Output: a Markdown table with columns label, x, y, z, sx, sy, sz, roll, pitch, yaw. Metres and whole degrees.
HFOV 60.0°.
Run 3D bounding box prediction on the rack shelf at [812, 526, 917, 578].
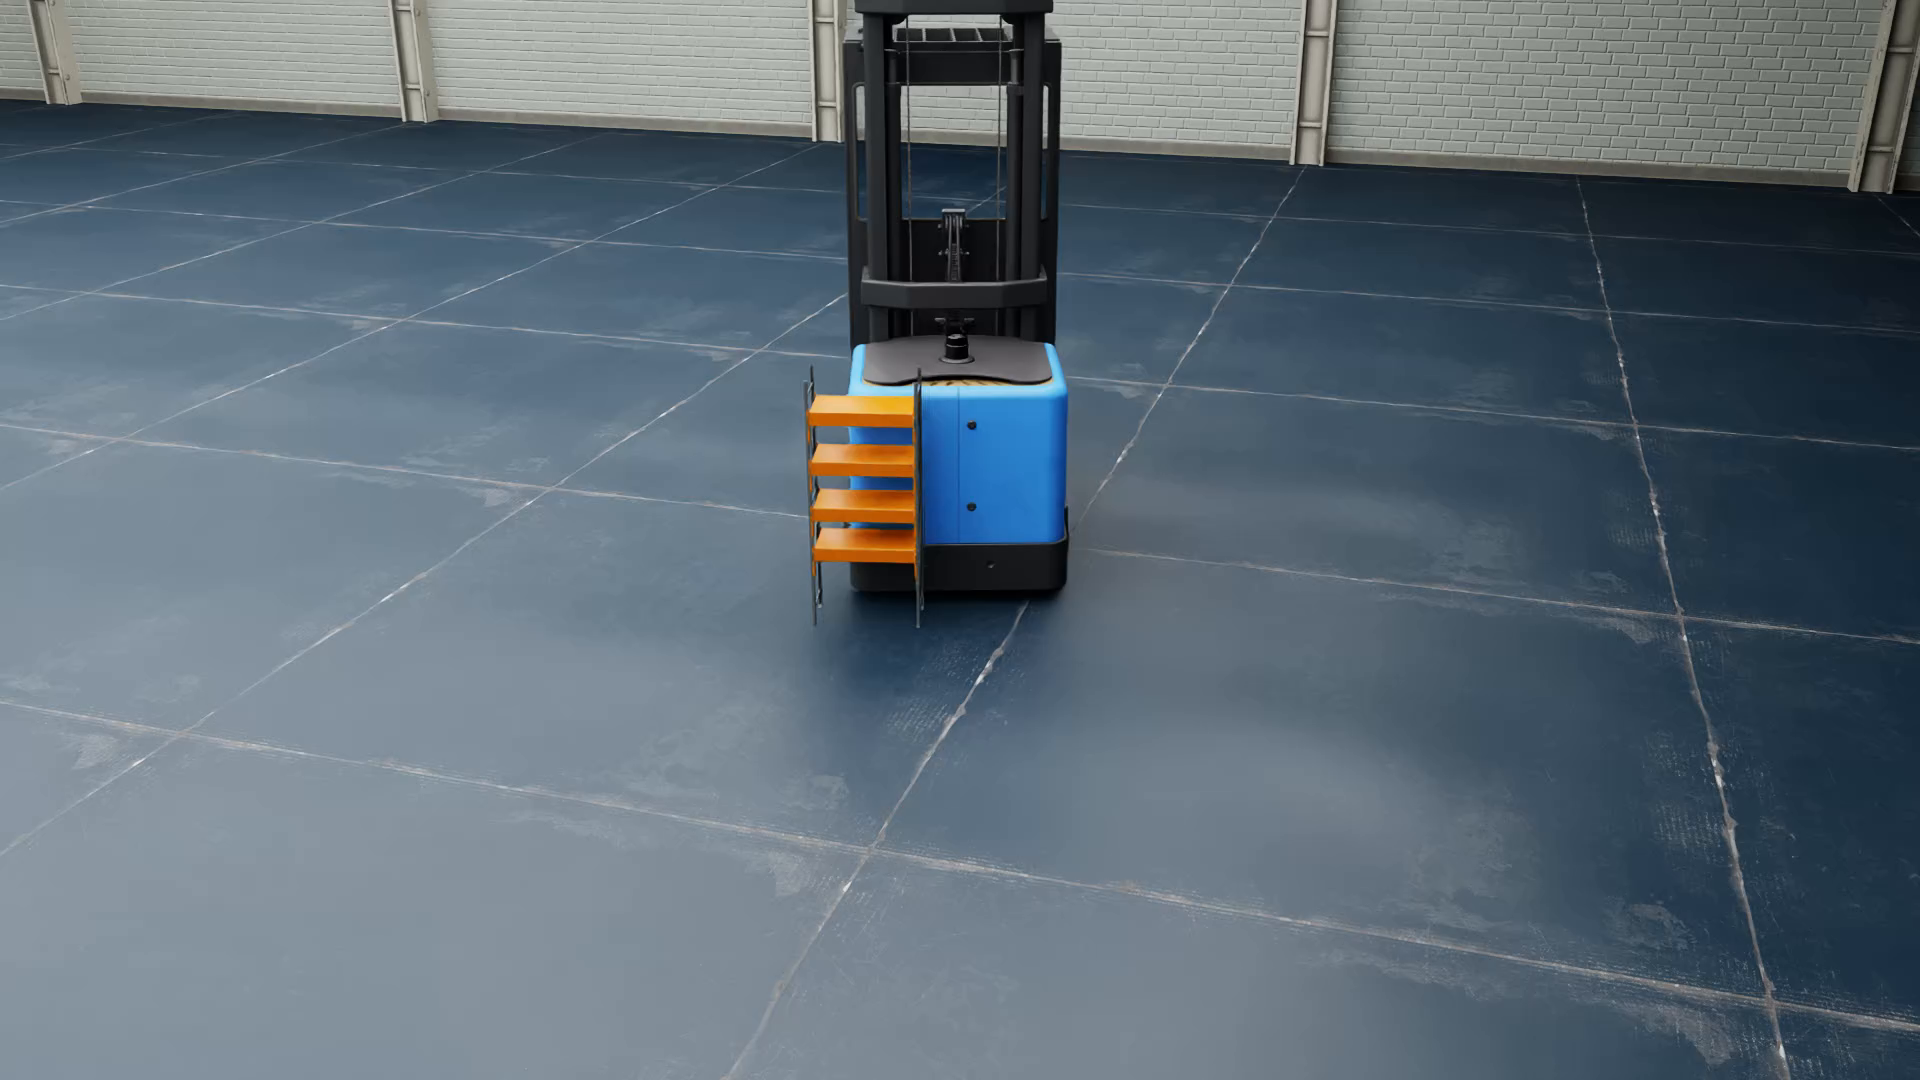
| label | x | y | z | sx | sy | sz | roll | pitch | yaw |
| --- | --- | --- | --- | --- | --- | --- | --- | --- | --- |
| rack shelf | -0.431 | 0.055 | 7.749 | 0.480 | 0.148 | 0.258 | 1 | 23 | 3 |

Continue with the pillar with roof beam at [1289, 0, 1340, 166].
| label | x | y | z | sx | sy | sz | roll | pitch | yaw |
| --- | --- | --- | --- | --- | --- | --- | --- | --- | --- |
| pillar with roof beam | 2.856 | -7.042 | 14.079 | 0.400 | 9.000 | 9.100 | 7 | 23 | 16 |

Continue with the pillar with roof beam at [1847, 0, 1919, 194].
| label | x | y | z | sx | sy | sz | roll | pitch | yaw |
| --- | --- | --- | --- | --- | --- | --- | --- | --- | --- |
| pillar with roof beam | 8.601 | -6.384 | 12.475 | 0.400 | 9.000 | 9.100 | 7 | 23 | 16 |

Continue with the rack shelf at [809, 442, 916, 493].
| label | x | y | z | sx | sy | sz | roll | pitch | yaw |
| --- | --- | --- | --- | --- | --- | --- | --- | --- | --- |
| rack shelf | -0.432 | -0.333 | 7.581 | 0.480 | 0.148 | 0.258 | 1 | 23 | 3 |

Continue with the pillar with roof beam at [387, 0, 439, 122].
| label | x | y | z | sx | sy | sz | roll | pitch | yaw |
| --- | --- | --- | --- | --- | --- | --- | --- | --- | --- |
| pillar with roof beam | -8.632 | -8.357 | 17.286 | 0.400 | 9.000 | 9.100 | 7 | 23 | 16 |

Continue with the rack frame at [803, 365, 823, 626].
| label | x | y | z | sx | sy | sz | roll | pitch | yaw |
| --- | --- | --- | --- | --- | --- | --- | --- | --- | --- |
| rack frame | -0.675 | -0.194 | 7.655 | 0.015 | 1.200 | 0.240 | 1 | 23 | 3 |

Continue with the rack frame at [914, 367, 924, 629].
| label | x | y | z | sx | sy | sz | roll | pitch | yaw |
| --- | --- | --- | --- | --- | --- | --- | --- | --- | --- |
| rack frame | -0.188 | -0.184 | 7.632 | 0.015 | 1.200 | 0.240 | 1 | 23 | 3 |

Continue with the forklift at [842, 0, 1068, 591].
| label | x | y | z | sx | sy | sz | roll | pitch | yaw |
| --- | --- | --- | --- | --- | --- | --- | --- | --- | --- |
| forklift | -0.047 | -1.621 | 8.859 | 1.130 | 2.935 | 3.031 | -1 | 22 | -1 |

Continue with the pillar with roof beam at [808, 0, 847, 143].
| label | x | y | z | sx | sy | sz | roll | pitch | yaw |
| --- | --- | --- | --- | --- | --- | --- | --- | --- | --- |
| pillar with roof beam | -2.888 | -7.699 | 15.682 | 0.400 | 9.000 | 9.100 | 7 | 23 | 16 |

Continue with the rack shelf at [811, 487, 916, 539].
| label | x | y | z | sx | sy | sz | roll | pitch | yaw |
| --- | --- | --- | --- | --- | --- | --- | --- | --- | --- |
| rack shelf | -0.432 | -0.127 | 7.670 | 0.480 | 0.148 | 0.258 | 1 | 23 | 3 |

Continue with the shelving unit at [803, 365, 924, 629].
| label | x | y | z | sx | sy | sz | roll | pitch | yaw |
| --- | --- | --- | --- | --- | --- | --- | --- | --- | --- |
| shelving unit | -0.432 | -0.189 | 7.643 | 0.503 | 1.200 | 0.258 | 1 | 23 | 3 |

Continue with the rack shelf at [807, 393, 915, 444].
| label | x | y | z | sx | sy | sz | roll | pitch | yaw |
| --- | --- | --- | --- | --- | --- | --- | --- | --- | --- |
| rack shelf | -0.432 | -0.550 | 7.487 | 0.480 | 0.148 | 0.258 | 1 | 23 | 3 |

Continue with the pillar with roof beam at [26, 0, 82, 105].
| label | x | y | z | sx | sy | sz | roll | pitch | yaw |
| --- | --- | --- | --- | --- | --- | --- | --- | --- | --- |
| pillar with roof beam | -14.376 | -9.015 | 18.889 | 0.400 | 9.000 | 9.100 | 7 | 23 | 16 |
